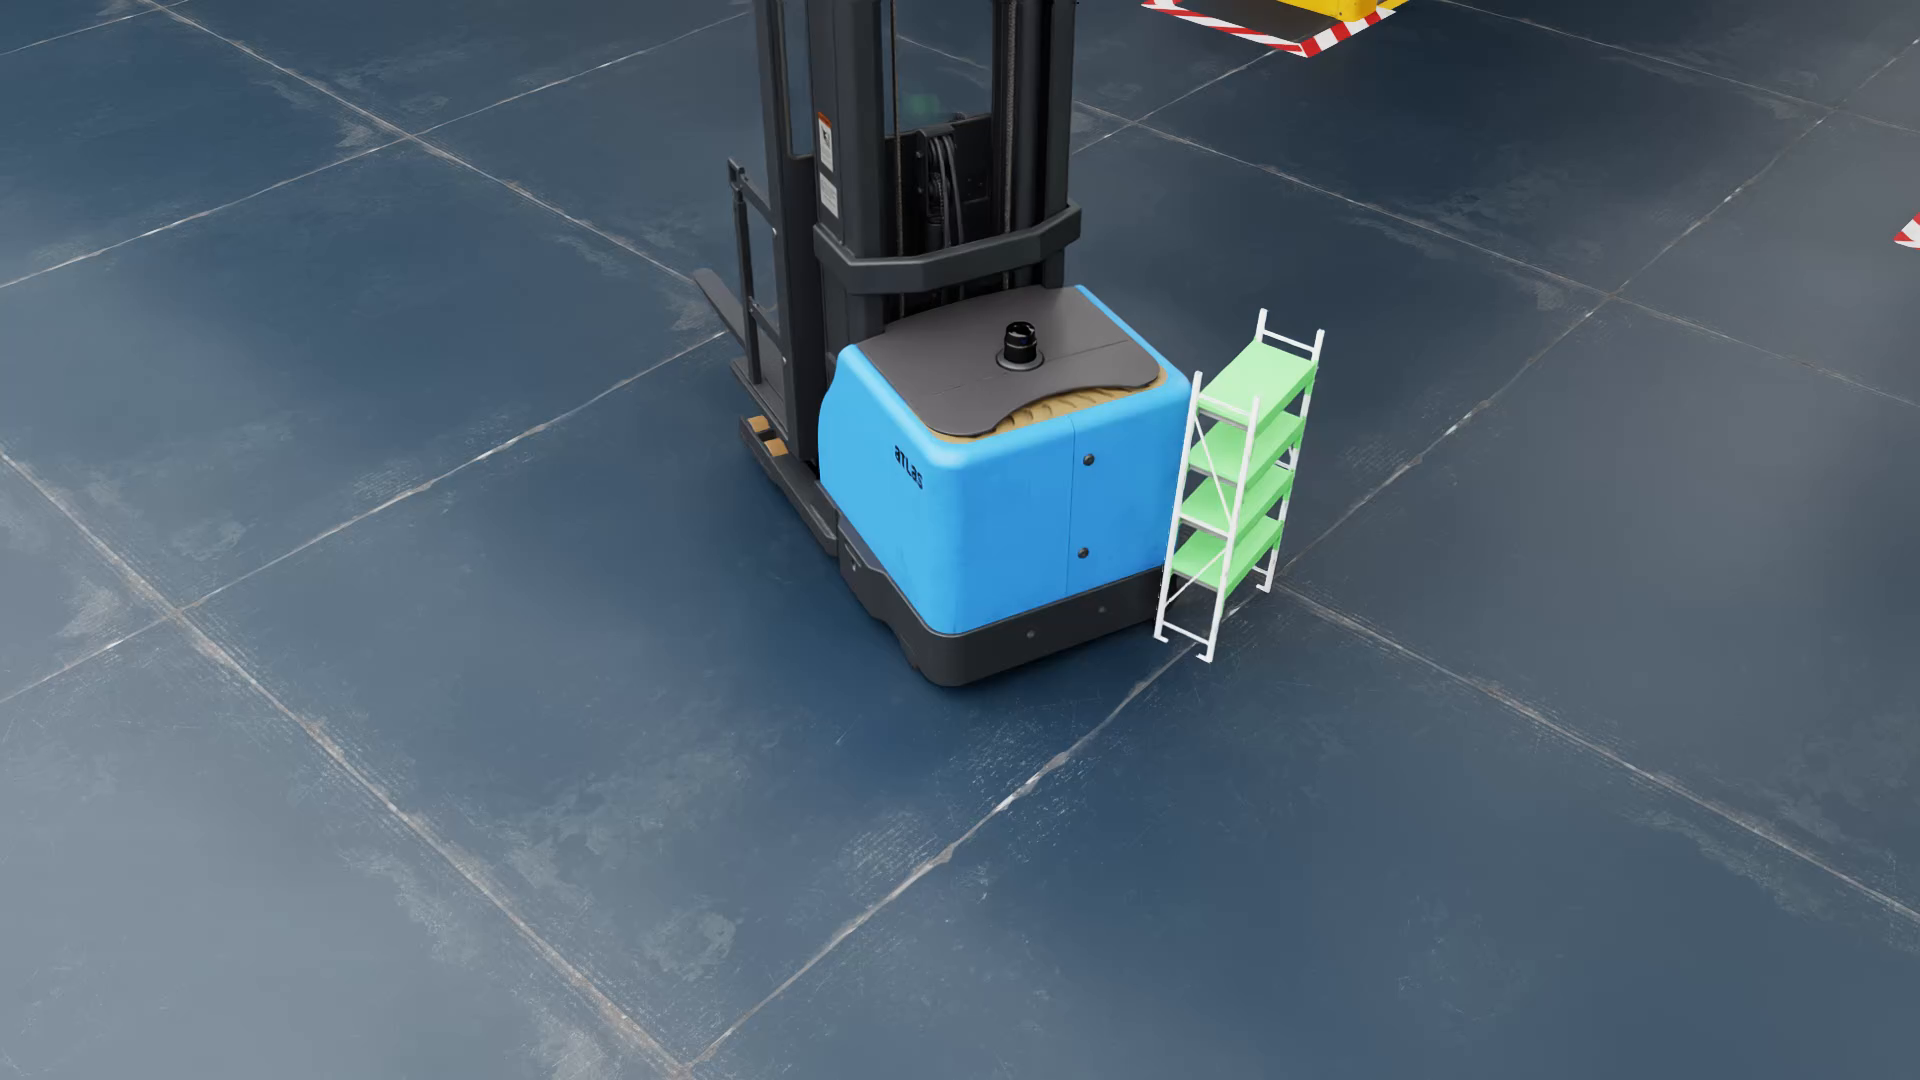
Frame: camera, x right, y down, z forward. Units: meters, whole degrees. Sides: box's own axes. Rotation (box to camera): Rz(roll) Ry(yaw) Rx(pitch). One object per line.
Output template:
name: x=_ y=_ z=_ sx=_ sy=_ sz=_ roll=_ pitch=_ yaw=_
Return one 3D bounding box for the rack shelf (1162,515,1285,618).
rack shelf: x=0.982 y=0.056 z=6.194 sx=0.258 sy=0.148 sz=0.480 roll=25 pitch=45 yaw=24

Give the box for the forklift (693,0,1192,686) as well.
forklift: x=-0.300 y=-1.529 z=6.317 sx=1.130 sy=2.935 sz=3.031 roll=-18 pitch=42 yaw=-21

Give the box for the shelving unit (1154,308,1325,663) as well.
shelving unit: x=0.994 y=-0.177 z=5.999 sx=0.258 sy=1.200 sz=0.503 roll=25 pitch=45 yaw=24

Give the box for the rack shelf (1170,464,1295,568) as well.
rack shelf: x=0.991 y=-0.128 z=6.040 sx=0.258 sy=0.148 sz=0.480 roll=25 pitch=45 yaw=24

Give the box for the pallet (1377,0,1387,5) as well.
pallet: x=2.871 y=-4.205 z=11.868 sx=1.003 sy=0.211 sz=1.213 roll=30 pitch=47 yaw=32

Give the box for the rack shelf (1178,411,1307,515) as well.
rack shelf: x=1.000 y=-0.312 z=5.886 sx=0.258 sy=0.148 sz=0.480 roll=25 pitch=45 yaw=24

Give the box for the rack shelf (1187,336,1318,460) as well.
rack shelf: x=1.009 y=-0.495 z=5.732 sx=0.258 sy=0.148 sz=0.480 roll=25 pitch=45 yaw=24

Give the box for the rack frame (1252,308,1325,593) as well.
rack frame: x=1.131 y=-0.303 z=6.157 sx=0.240 sy=1.200 sz=0.015 roll=25 pitch=45 yaw=24

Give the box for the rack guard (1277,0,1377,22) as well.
rack guard: x=2.296 y=-3.959 z=11.327 sx=1.175 sy=0.500 sz=0.348 roll=30 pitch=47 yaw=32

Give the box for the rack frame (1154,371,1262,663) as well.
rack frame: x=0.857 y=-0.051 z=5.841 sx=0.240 sy=1.200 sz=0.015 roll=25 pitch=45 yaw=24
